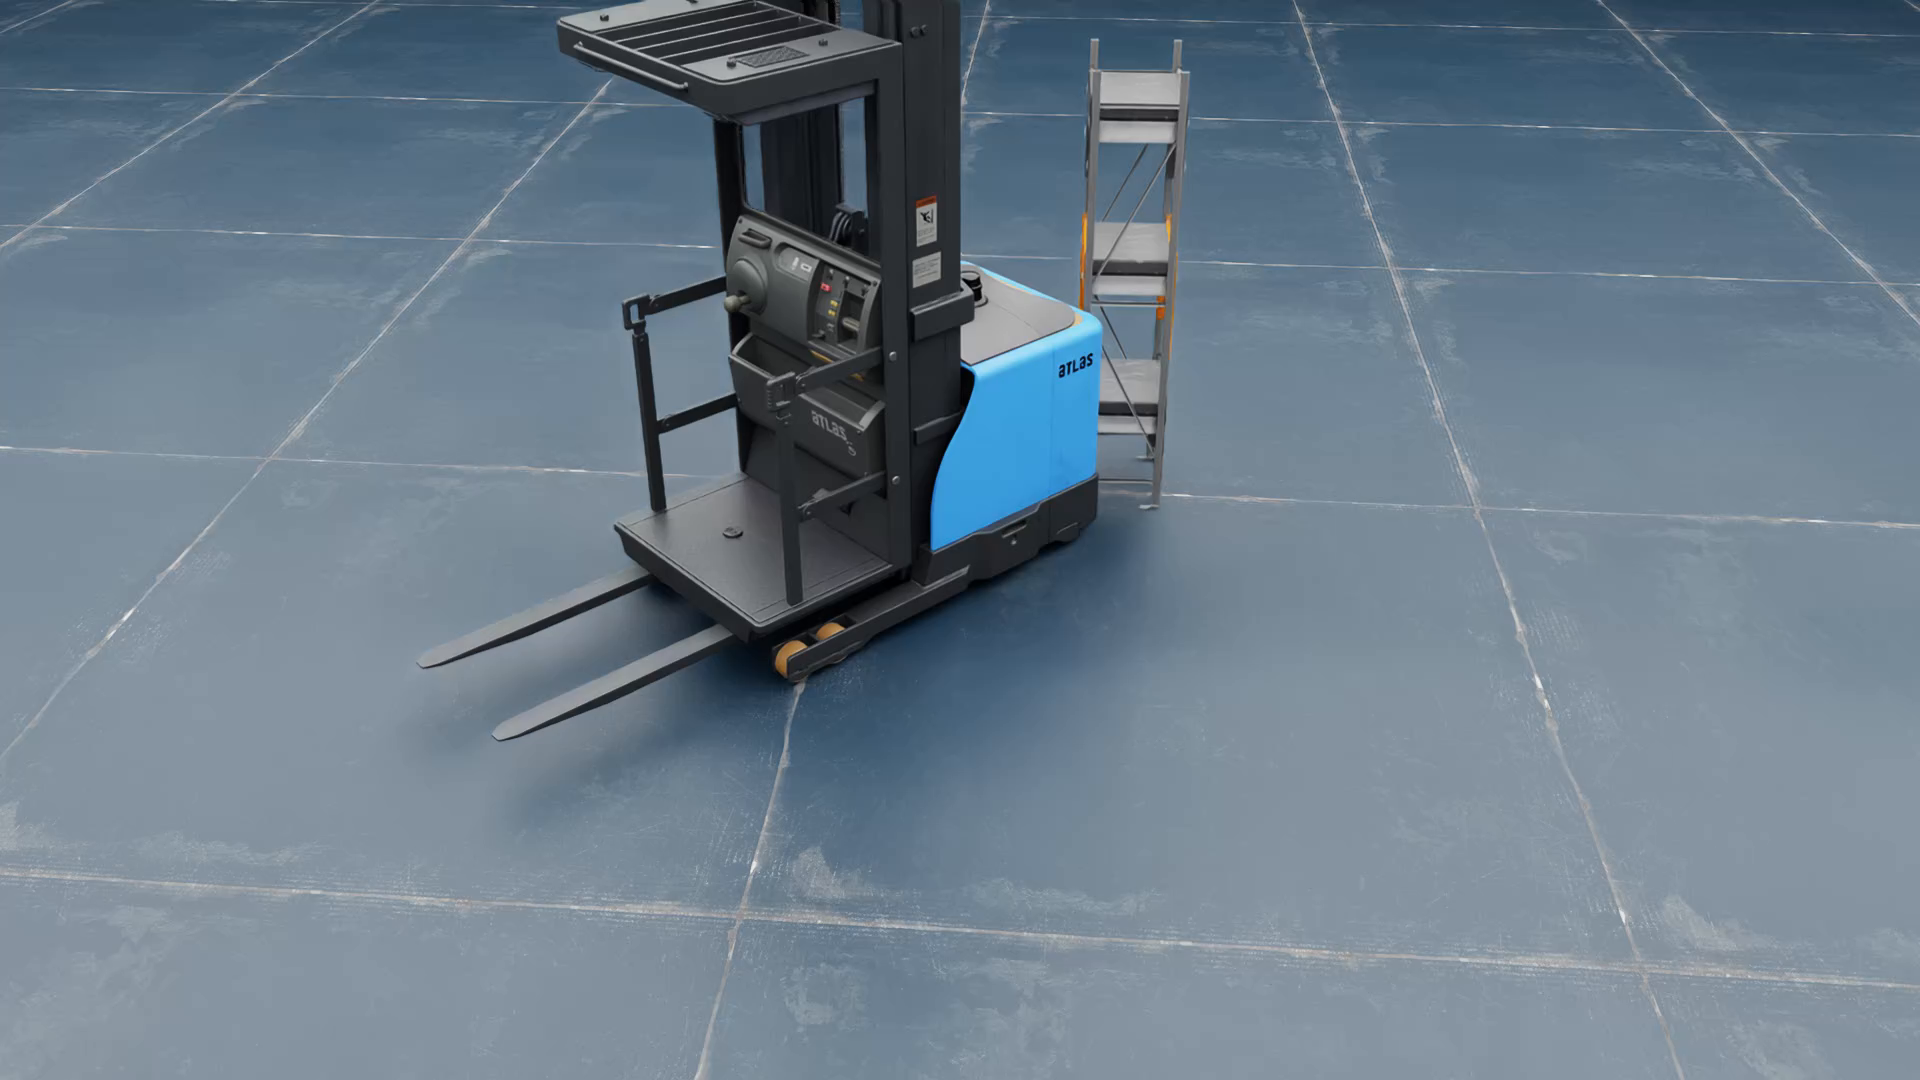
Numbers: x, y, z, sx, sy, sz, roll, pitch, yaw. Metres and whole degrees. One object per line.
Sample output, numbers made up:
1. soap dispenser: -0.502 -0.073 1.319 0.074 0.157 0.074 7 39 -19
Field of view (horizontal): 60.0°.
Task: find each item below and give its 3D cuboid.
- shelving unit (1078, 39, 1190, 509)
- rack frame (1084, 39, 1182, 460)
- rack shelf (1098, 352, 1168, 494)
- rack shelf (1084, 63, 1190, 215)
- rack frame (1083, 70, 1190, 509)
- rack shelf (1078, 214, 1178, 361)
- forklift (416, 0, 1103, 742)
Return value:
1. shelving unit: 0.766 -1.181 7.664 0.431 2.100 0.503 1 32 2
2. rack frame: 0.777 -1.308 7.872 0.400 2.100 0.015 1 32 2
3. rack shelf: 0.766 -0.573 8.039 0.431 0.518 0.480 1 32 2
4. rack shelf: 0.766 -1.765 7.304 0.431 0.518 0.480 1 32 2
5. rack frame: 0.754 -1.053 7.457 0.400 2.100 0.015 1 32 2
6. rack shelf: 0.766 -1.169 7.671 0.431 0.518 0.480 1 32 2
7. forklift: -0.793 -0.977 6.542 3.031 2.935 1.130 -25 40 -35
